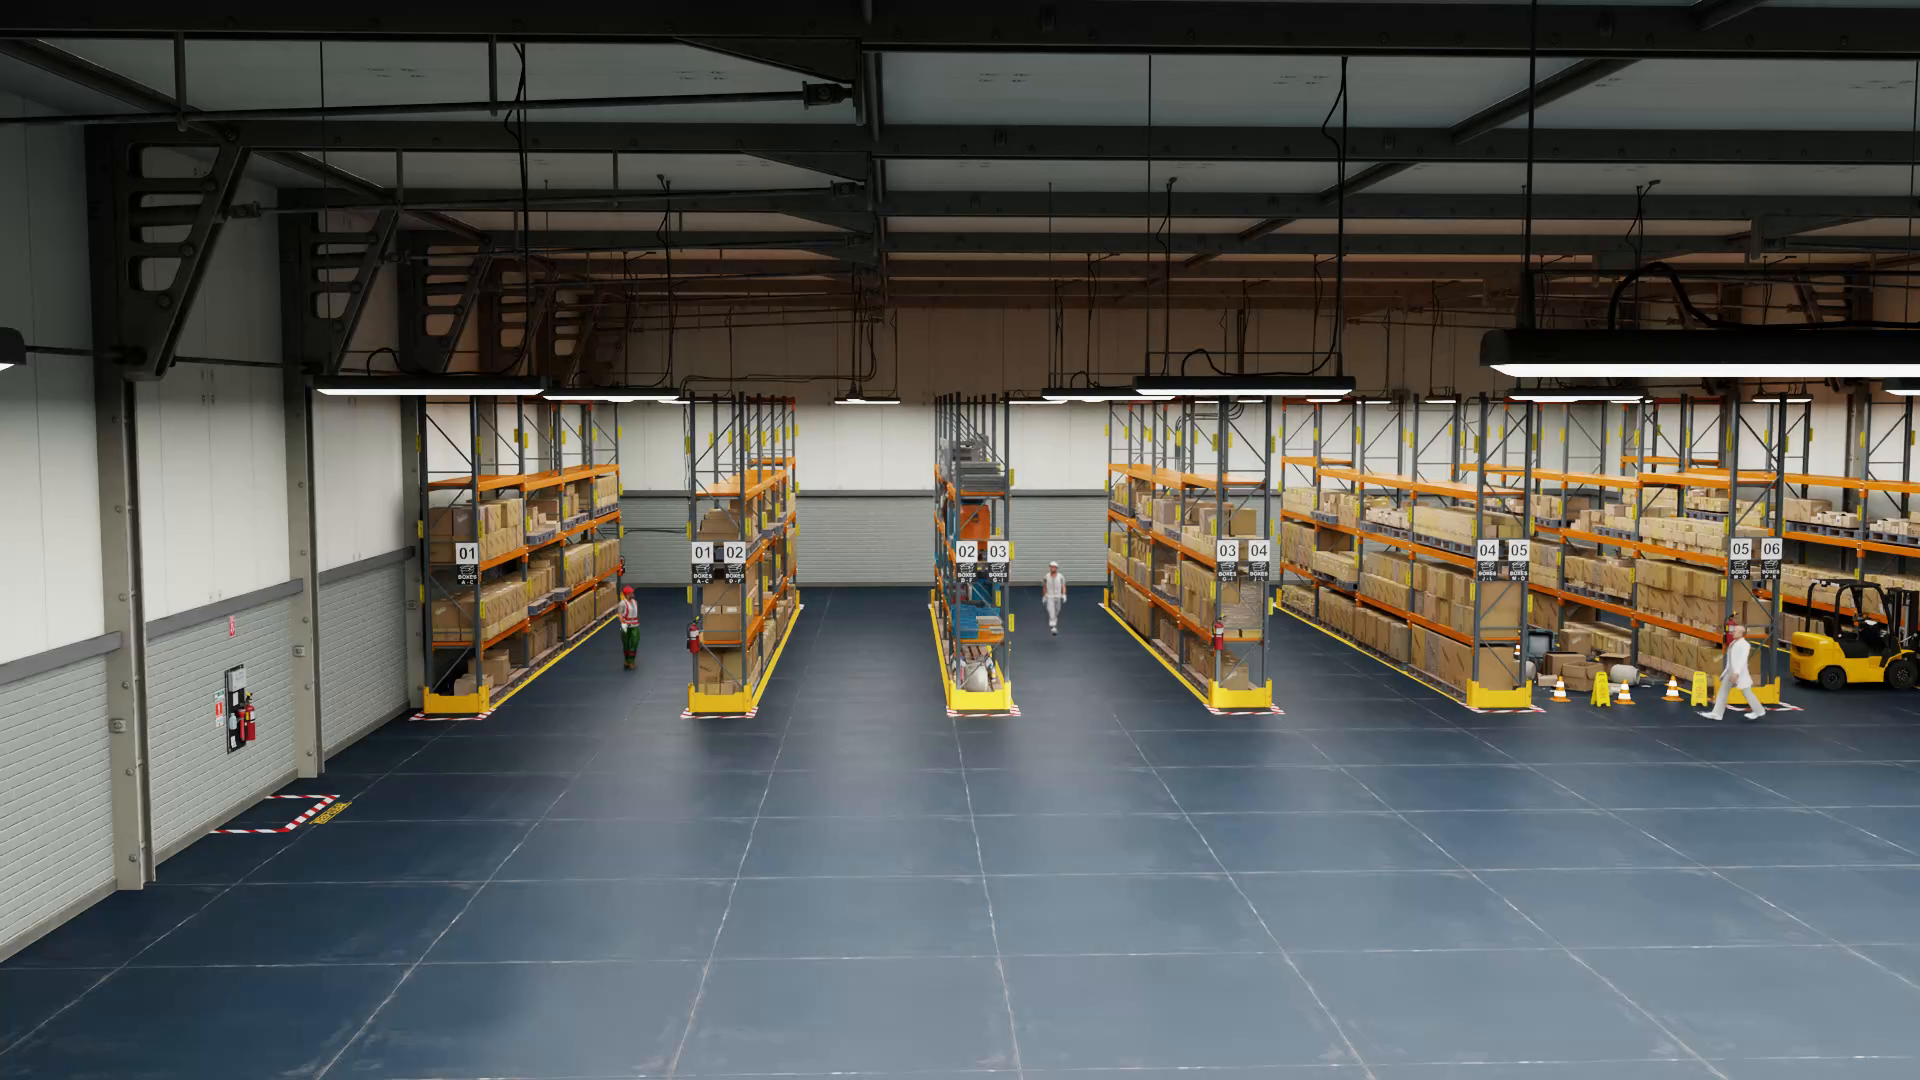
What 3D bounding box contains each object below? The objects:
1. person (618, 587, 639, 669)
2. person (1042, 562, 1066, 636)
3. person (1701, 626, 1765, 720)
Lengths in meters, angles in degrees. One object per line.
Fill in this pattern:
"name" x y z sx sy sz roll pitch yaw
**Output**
"person" -7.263 1.935 36.474 0.493 1.818 0.752 -2 5 -26
"person" 2.267 1.395 39.658 0.516 1.745 1.030 -1 5 -13
"person" 14.150 2.428 30.283 1.121 1.738 0.550 -2 5 -19
